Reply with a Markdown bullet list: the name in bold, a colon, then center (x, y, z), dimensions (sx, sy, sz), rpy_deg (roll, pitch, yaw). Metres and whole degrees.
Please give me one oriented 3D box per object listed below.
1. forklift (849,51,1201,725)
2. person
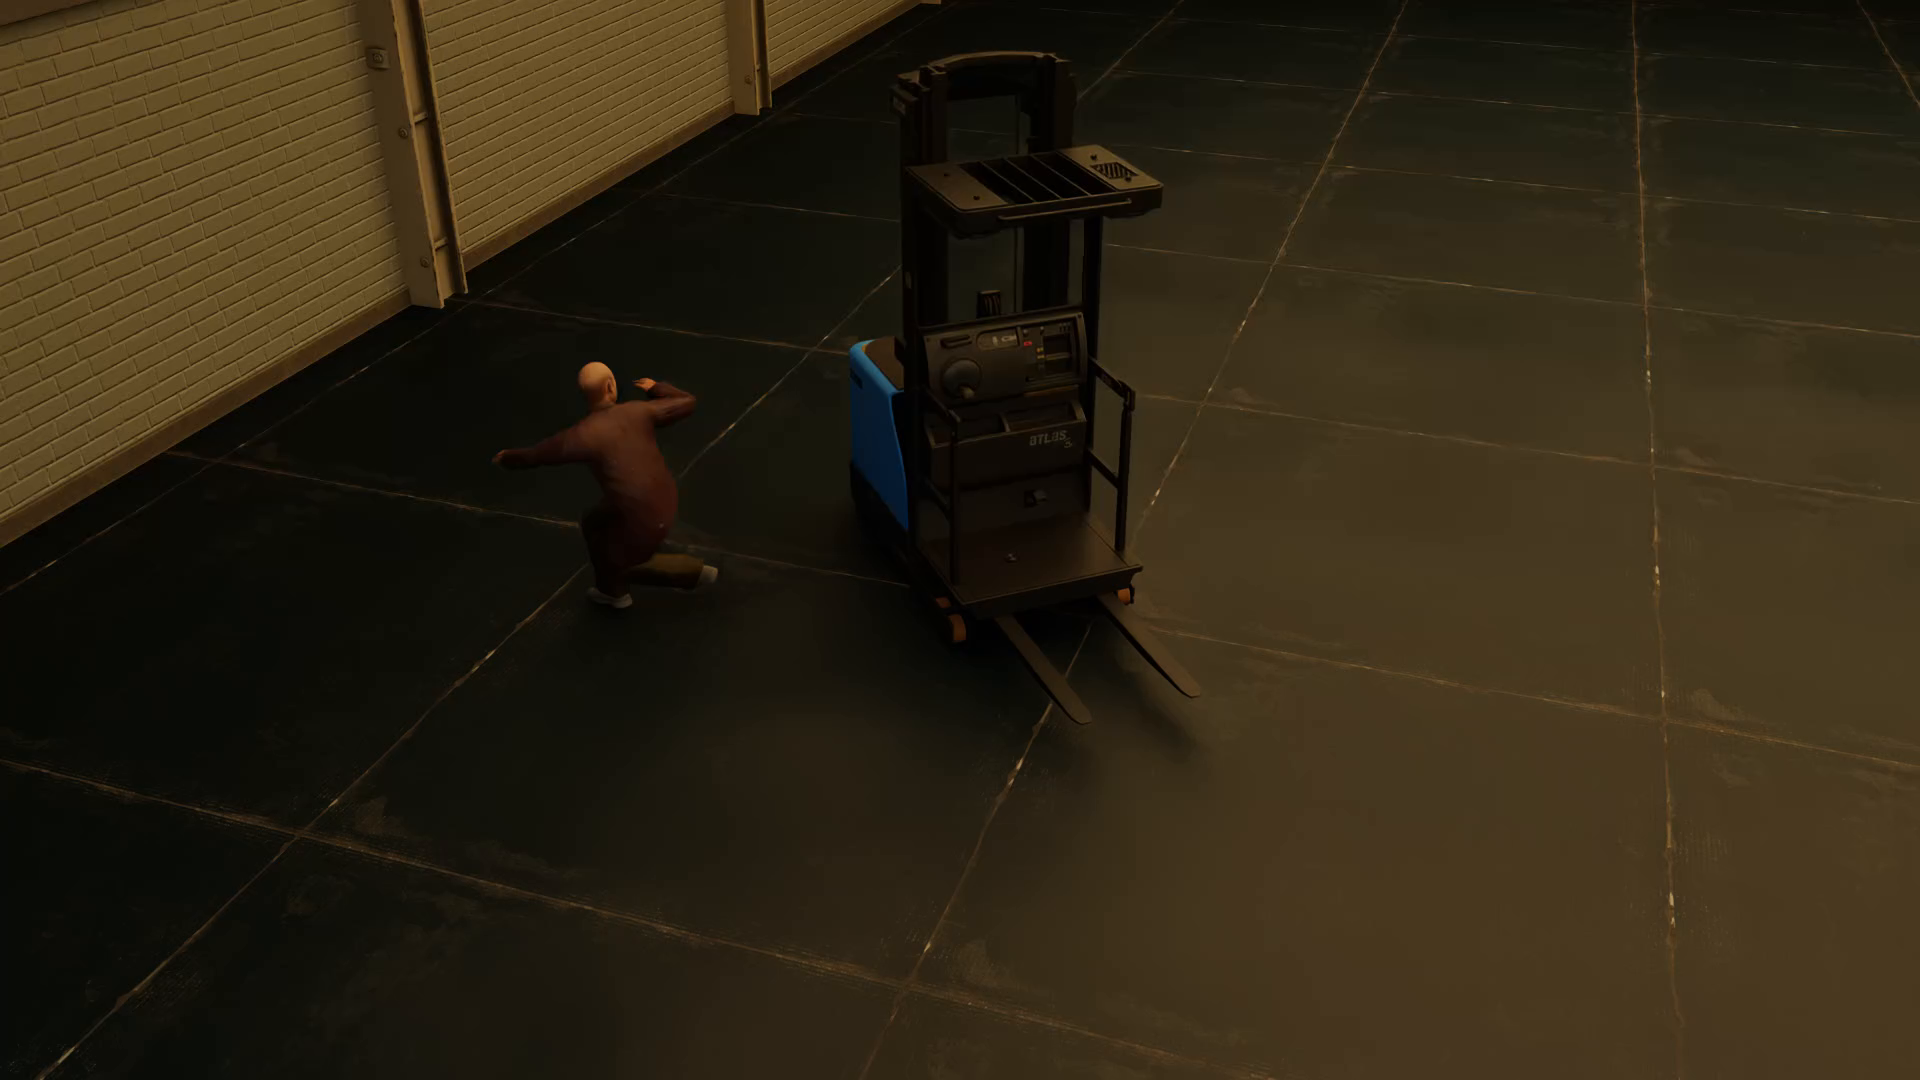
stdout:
- **forklift**: center (0.332, -0.941, 8.788), dimensions (1.130, 2.935, 3.031), rpy_deg (-11, 32, -19)
- **person**: center (-1.923, -0.318, 9.165), dimensions (1.185, 1.522, 0.875), rpy_deg (11, 31, 18)
